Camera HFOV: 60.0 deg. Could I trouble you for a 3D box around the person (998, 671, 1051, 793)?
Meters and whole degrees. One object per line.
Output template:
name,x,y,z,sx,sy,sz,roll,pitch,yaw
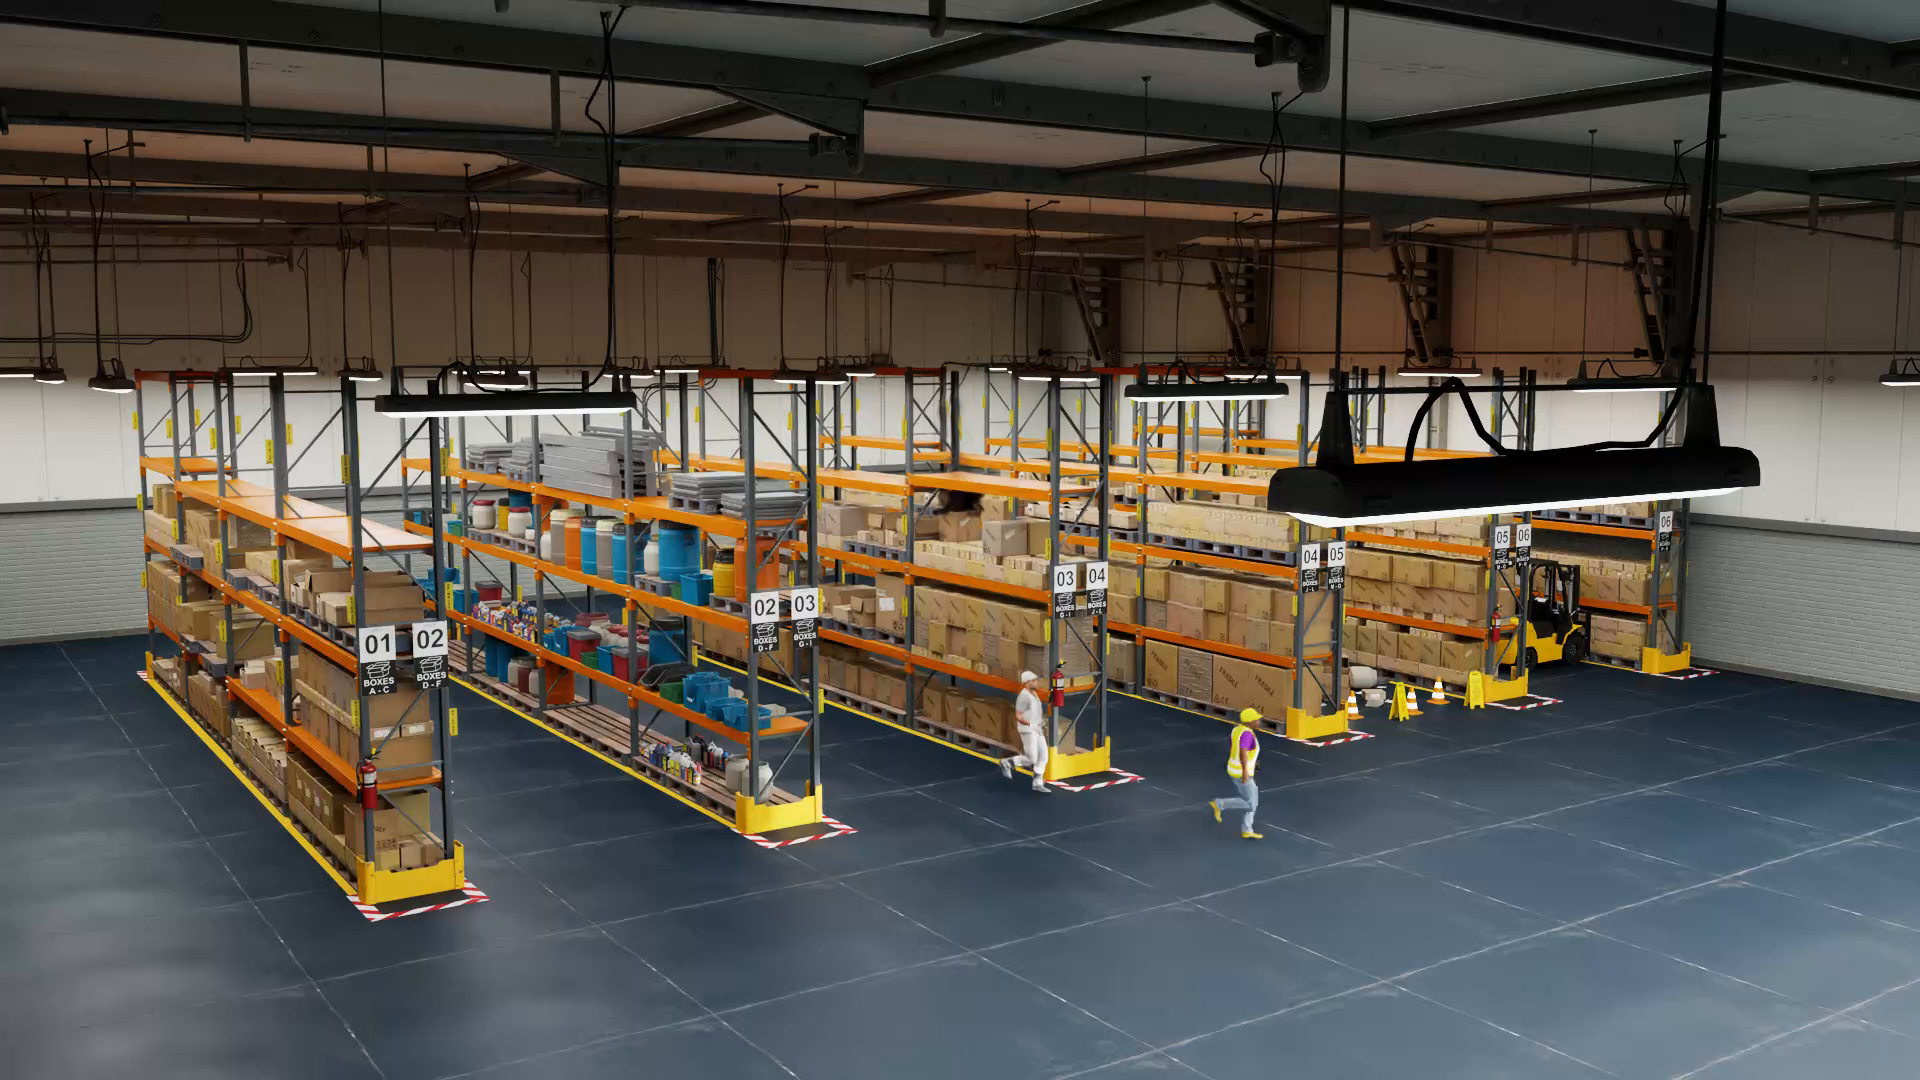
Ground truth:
person,0.960,2.761,24.031,0.795,1.765,0.662,3,7,23

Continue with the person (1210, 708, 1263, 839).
person,3.615,3.057,21.697,0.707,1.724,0.732,-1,6,-5
